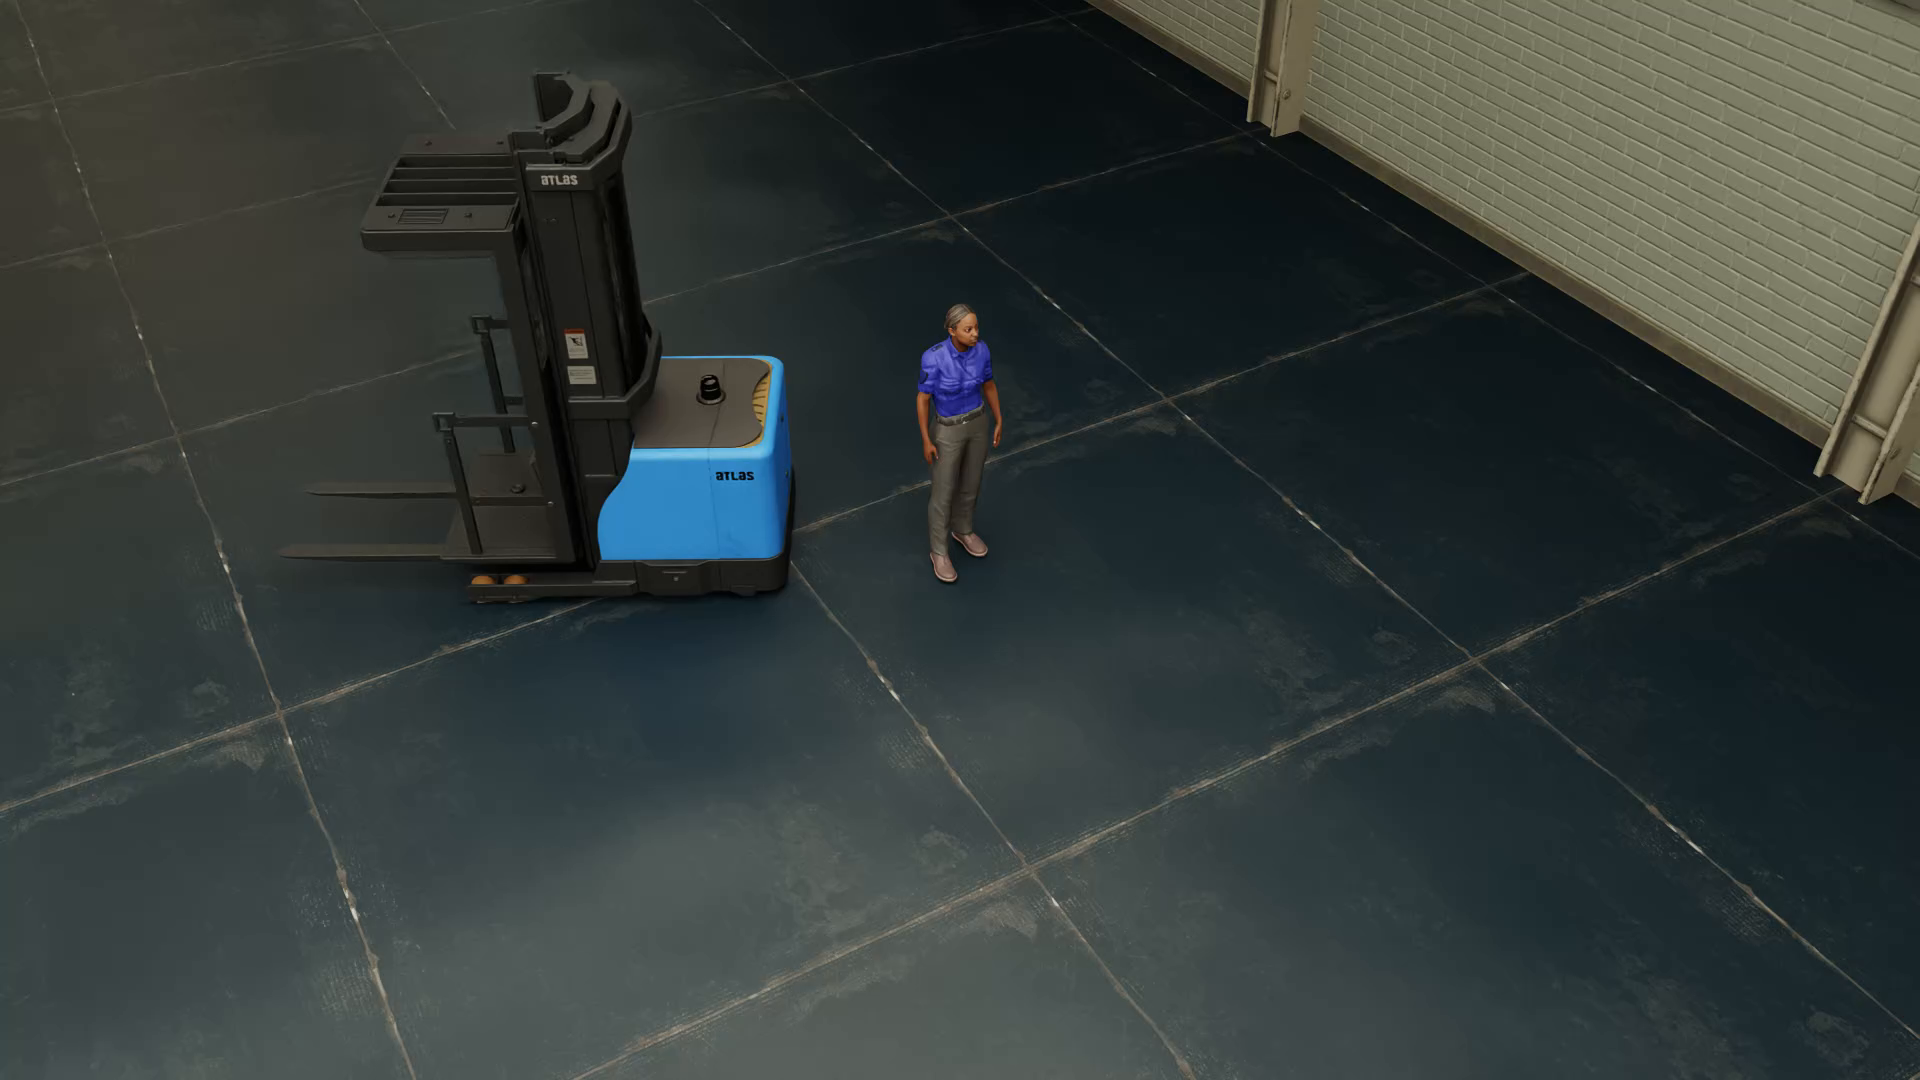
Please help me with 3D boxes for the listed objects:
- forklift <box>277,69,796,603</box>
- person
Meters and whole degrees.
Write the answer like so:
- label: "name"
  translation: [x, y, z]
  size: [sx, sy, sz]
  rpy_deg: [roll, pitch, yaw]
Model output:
- label: "forklift"
  translation: [-2.552, -1.094, 9.356]
  size: [3.031, 2.935, 1.130]
  rpy_deg: [-1, 40, -1]
- label: "person"
  translation: [0.027, -0.588, 9.734]
  size: [0.570, 1.654, 0.504]
  rpy_deg: [-20, 44, -23]
